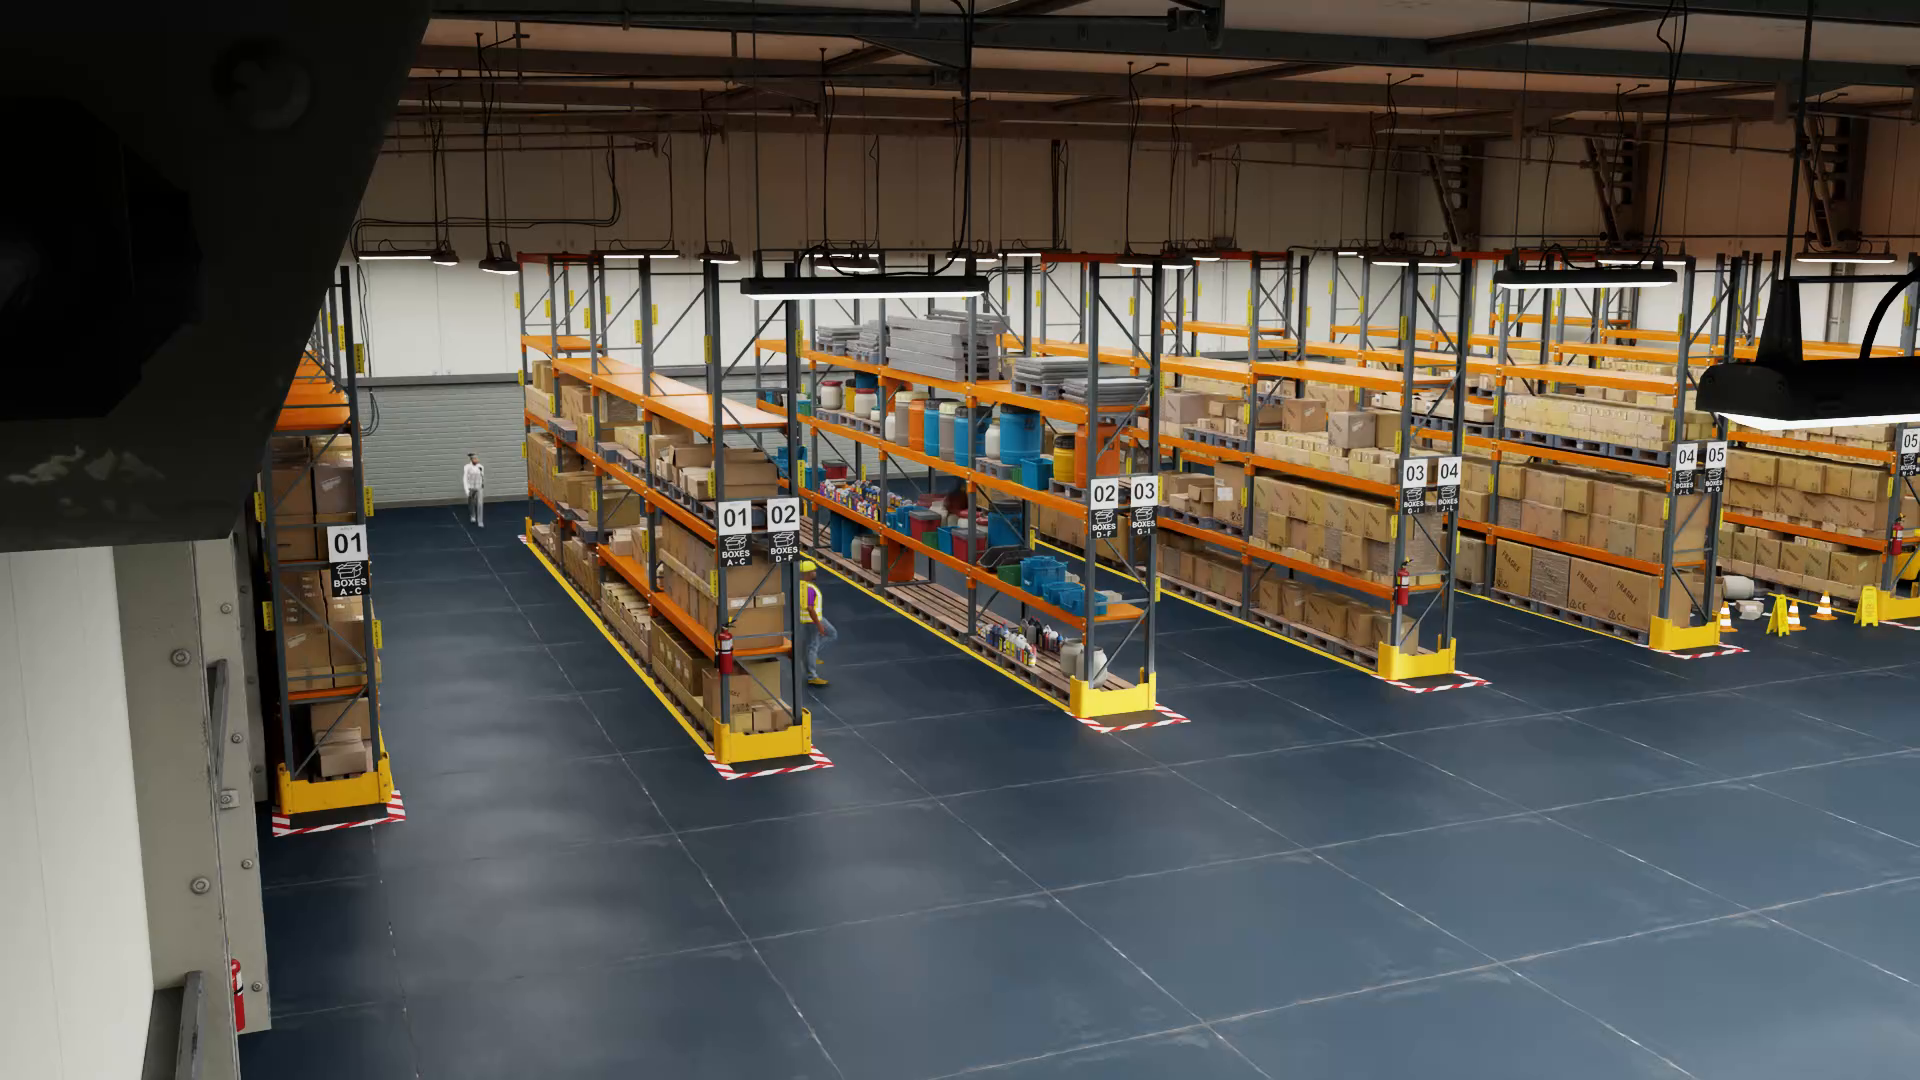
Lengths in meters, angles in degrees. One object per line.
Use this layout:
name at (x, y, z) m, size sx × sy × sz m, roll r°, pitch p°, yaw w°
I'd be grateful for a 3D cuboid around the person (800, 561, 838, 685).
person at (-2.059, 1.174, 23.759) m, size 0.563 × 1.767 × 0.617 m, roll 0°, pitch 10°, yaw 2°

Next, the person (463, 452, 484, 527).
person at (-10.695, -1.134, 36.599) m, size 0.462 × 1.625 × 0.983 m, roll -3°, pitch 11°, yaw -18°

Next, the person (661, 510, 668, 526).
person at (-5.383, -0.131, 31.236) m, size 0.508 × 1.609 × 0.951 m, roll -6°, pitch 12°, yaw -28°
